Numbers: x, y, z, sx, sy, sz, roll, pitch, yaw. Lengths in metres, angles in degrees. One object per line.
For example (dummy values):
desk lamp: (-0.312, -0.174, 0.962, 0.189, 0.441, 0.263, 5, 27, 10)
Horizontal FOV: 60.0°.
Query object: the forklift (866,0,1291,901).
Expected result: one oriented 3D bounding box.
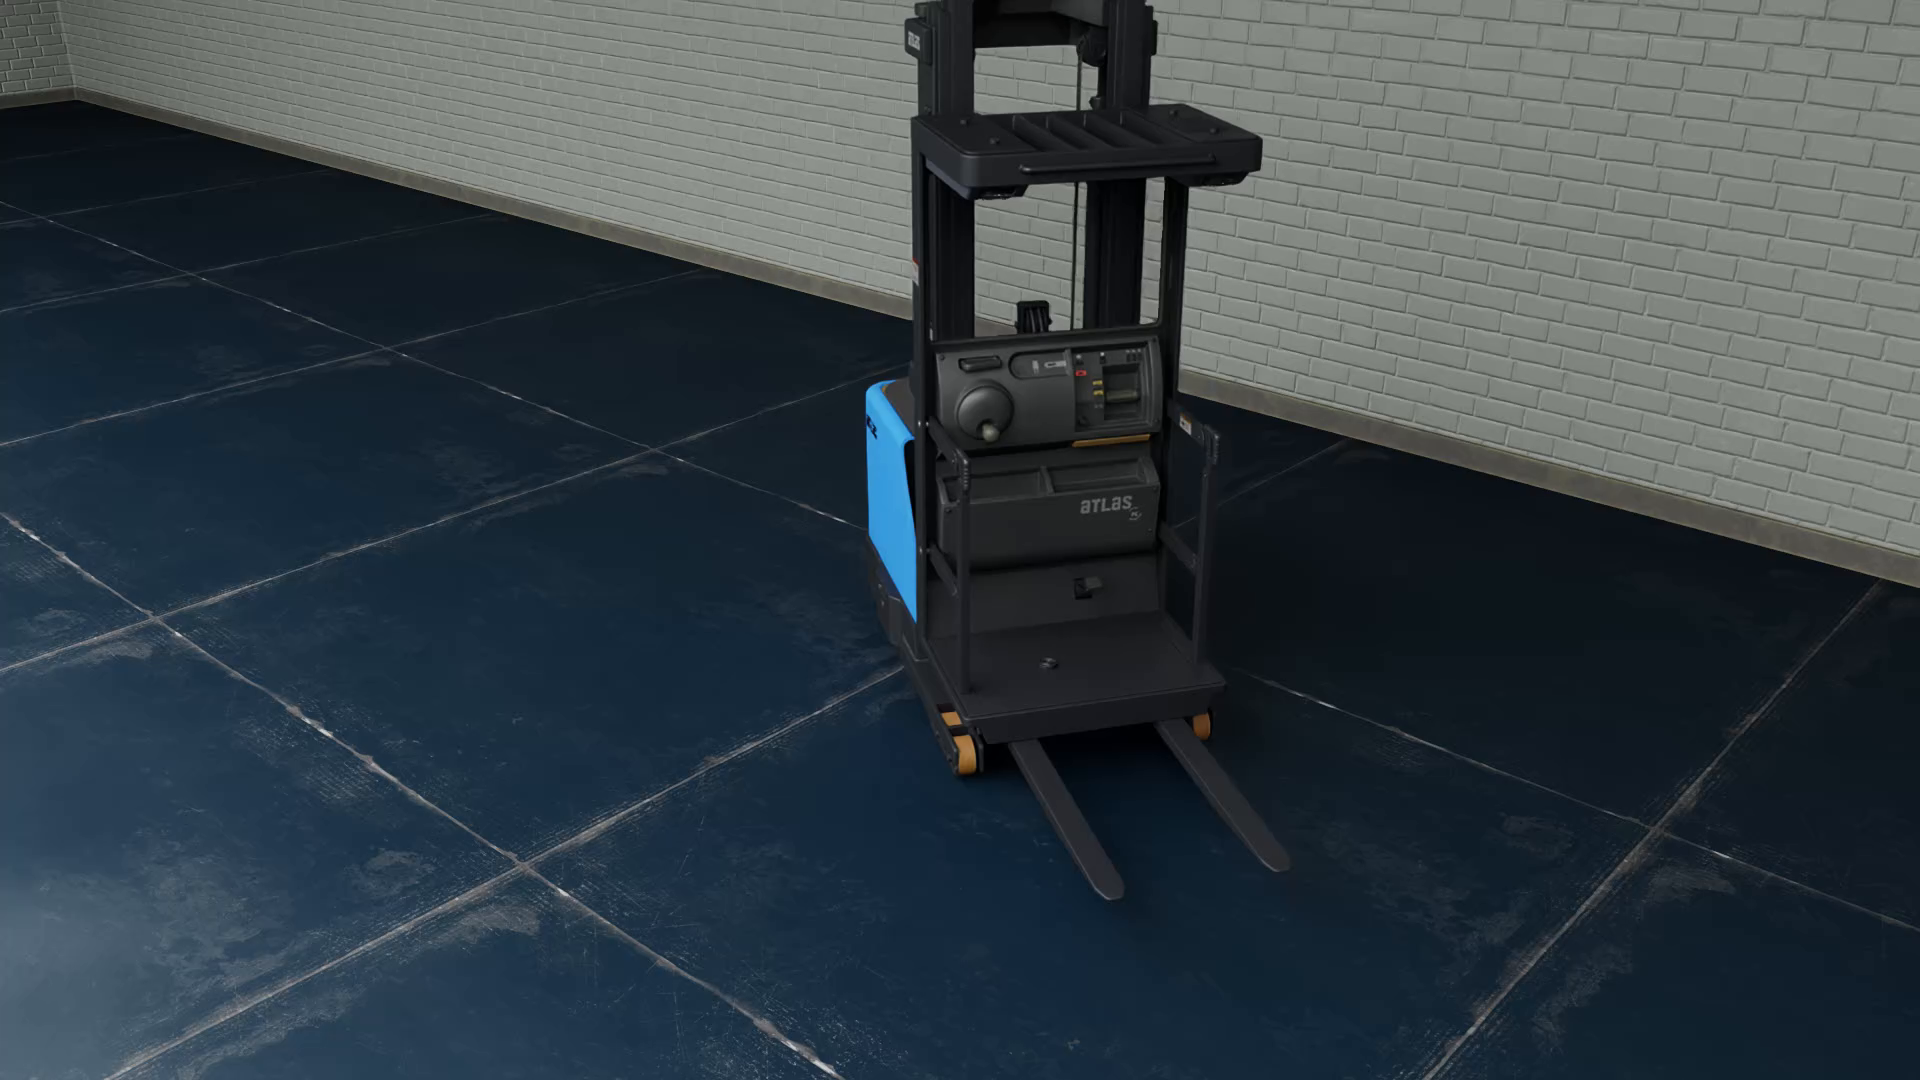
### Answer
forklift: (0.420, -0.570, 6.438, 1.130, 2.935, 3.031, -6, 25, -14)
